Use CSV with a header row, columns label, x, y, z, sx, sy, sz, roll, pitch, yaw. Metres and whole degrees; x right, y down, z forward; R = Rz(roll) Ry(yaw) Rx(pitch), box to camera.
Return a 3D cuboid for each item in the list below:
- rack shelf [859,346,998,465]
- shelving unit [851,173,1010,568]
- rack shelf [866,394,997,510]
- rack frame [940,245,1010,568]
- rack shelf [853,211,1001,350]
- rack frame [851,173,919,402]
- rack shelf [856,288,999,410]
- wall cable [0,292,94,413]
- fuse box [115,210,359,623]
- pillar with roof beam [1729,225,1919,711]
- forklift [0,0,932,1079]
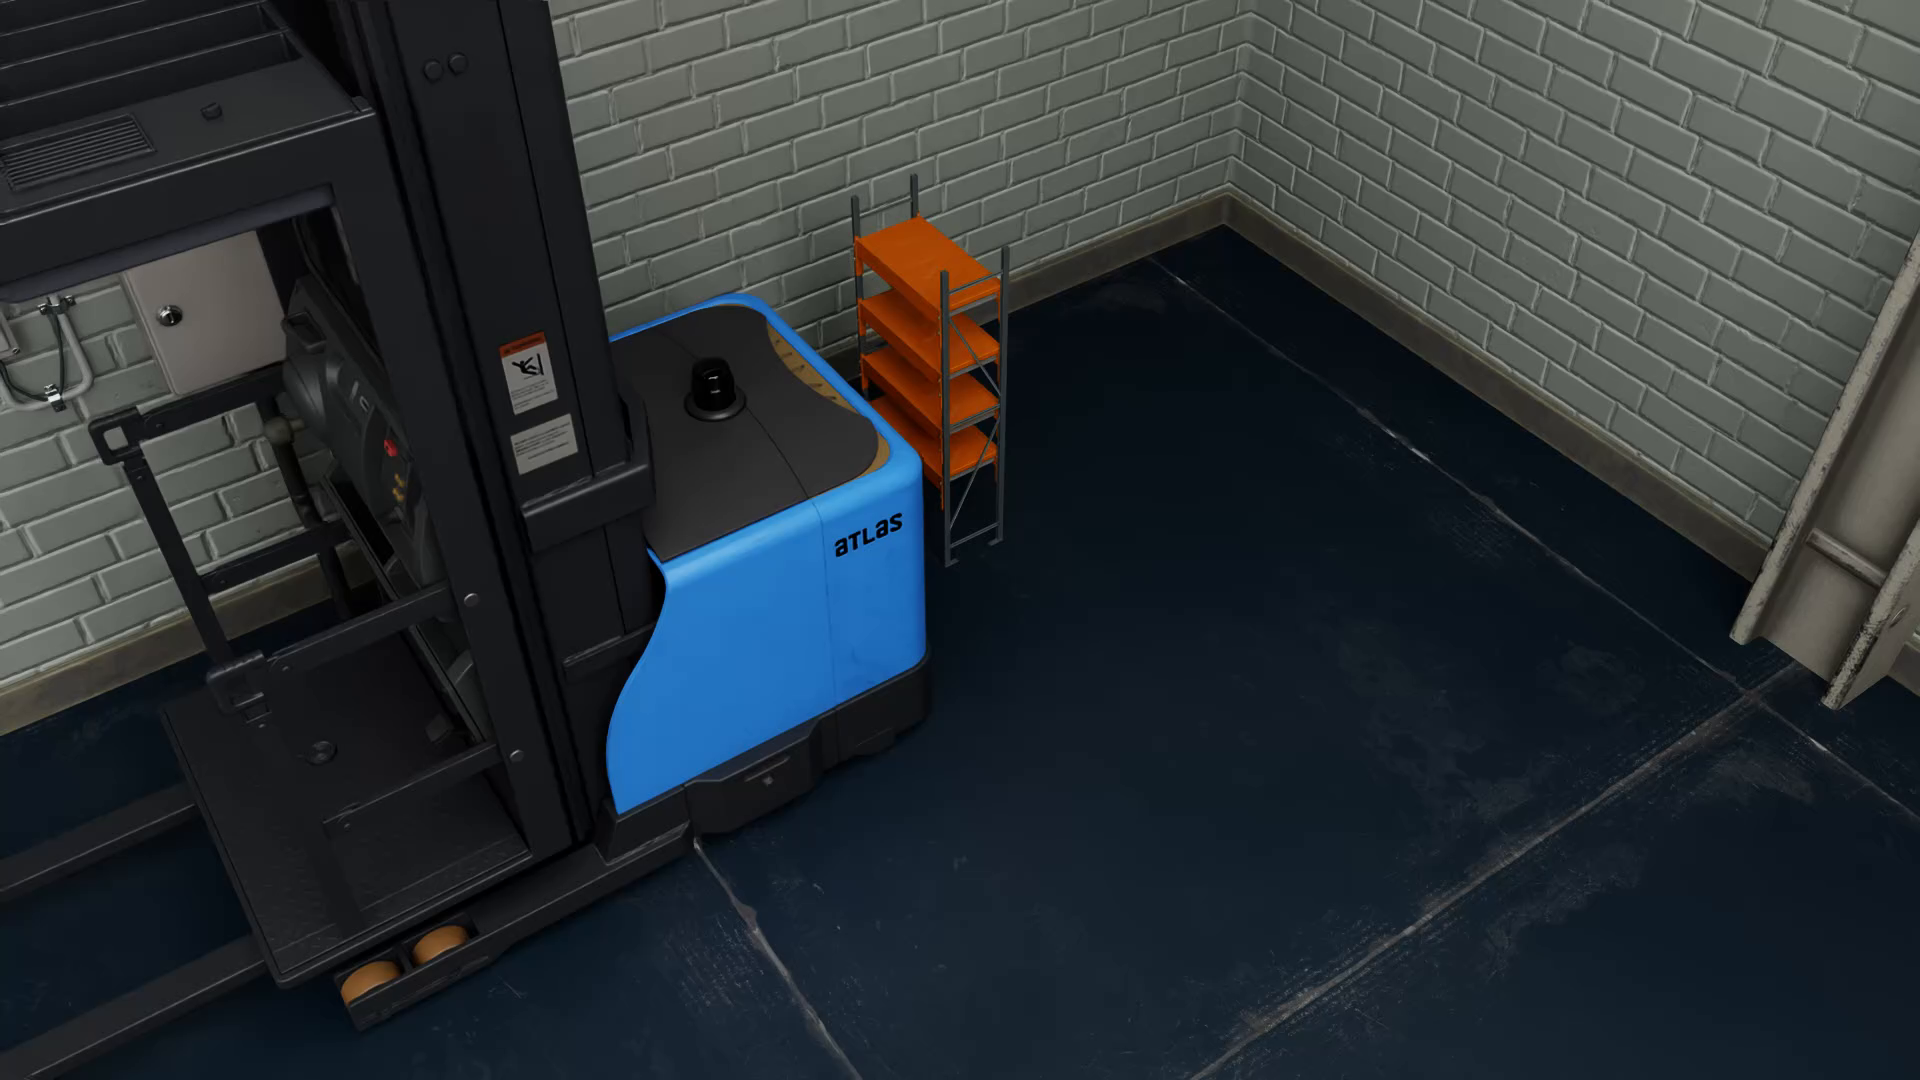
label,x,y,z,sx,sy,sz,roll,pitch,yaw
rack shelf,-0.095,-0.479,5.480,0.258,0.148,0.480,-26,49,-24
shelving unit,-0.095,-0.528,5.434,0.258,1.200,0.503,-26,49,-24
rack shelf,-0.095,-0.335,5.617,0.258,0.148,0.480,-26,49,-24
rack frame,0.045,-0.390,5.289,0.240,1.200,0.015,-26,49,-24
rack shelf,-0.095,-0.812,5.163,0.258,0.148,0.480,-26,49,-24
rack frame,-0.234,-0.666,5.579,0.240,1.200,0.015,-26,49,-24
rack shelf,-0.095,-0.641,5.326,0.258,0.148,0.480,-26,49,-24
wall cable,-2.610,-0.995,3.885,0.588,1.984,0.122,-26,49,-24
fuse box,-1.960,-0.342,4.869,0.539,1.711,0.414,-26,49,-24
pillar with roof beam,-0.787,-1.192,0.482,9.100,9.000,0.400,-26,49,-24
forklift,-1.591,-0.202,3.839,3.031,2.935,1.130,-25,49,-24
